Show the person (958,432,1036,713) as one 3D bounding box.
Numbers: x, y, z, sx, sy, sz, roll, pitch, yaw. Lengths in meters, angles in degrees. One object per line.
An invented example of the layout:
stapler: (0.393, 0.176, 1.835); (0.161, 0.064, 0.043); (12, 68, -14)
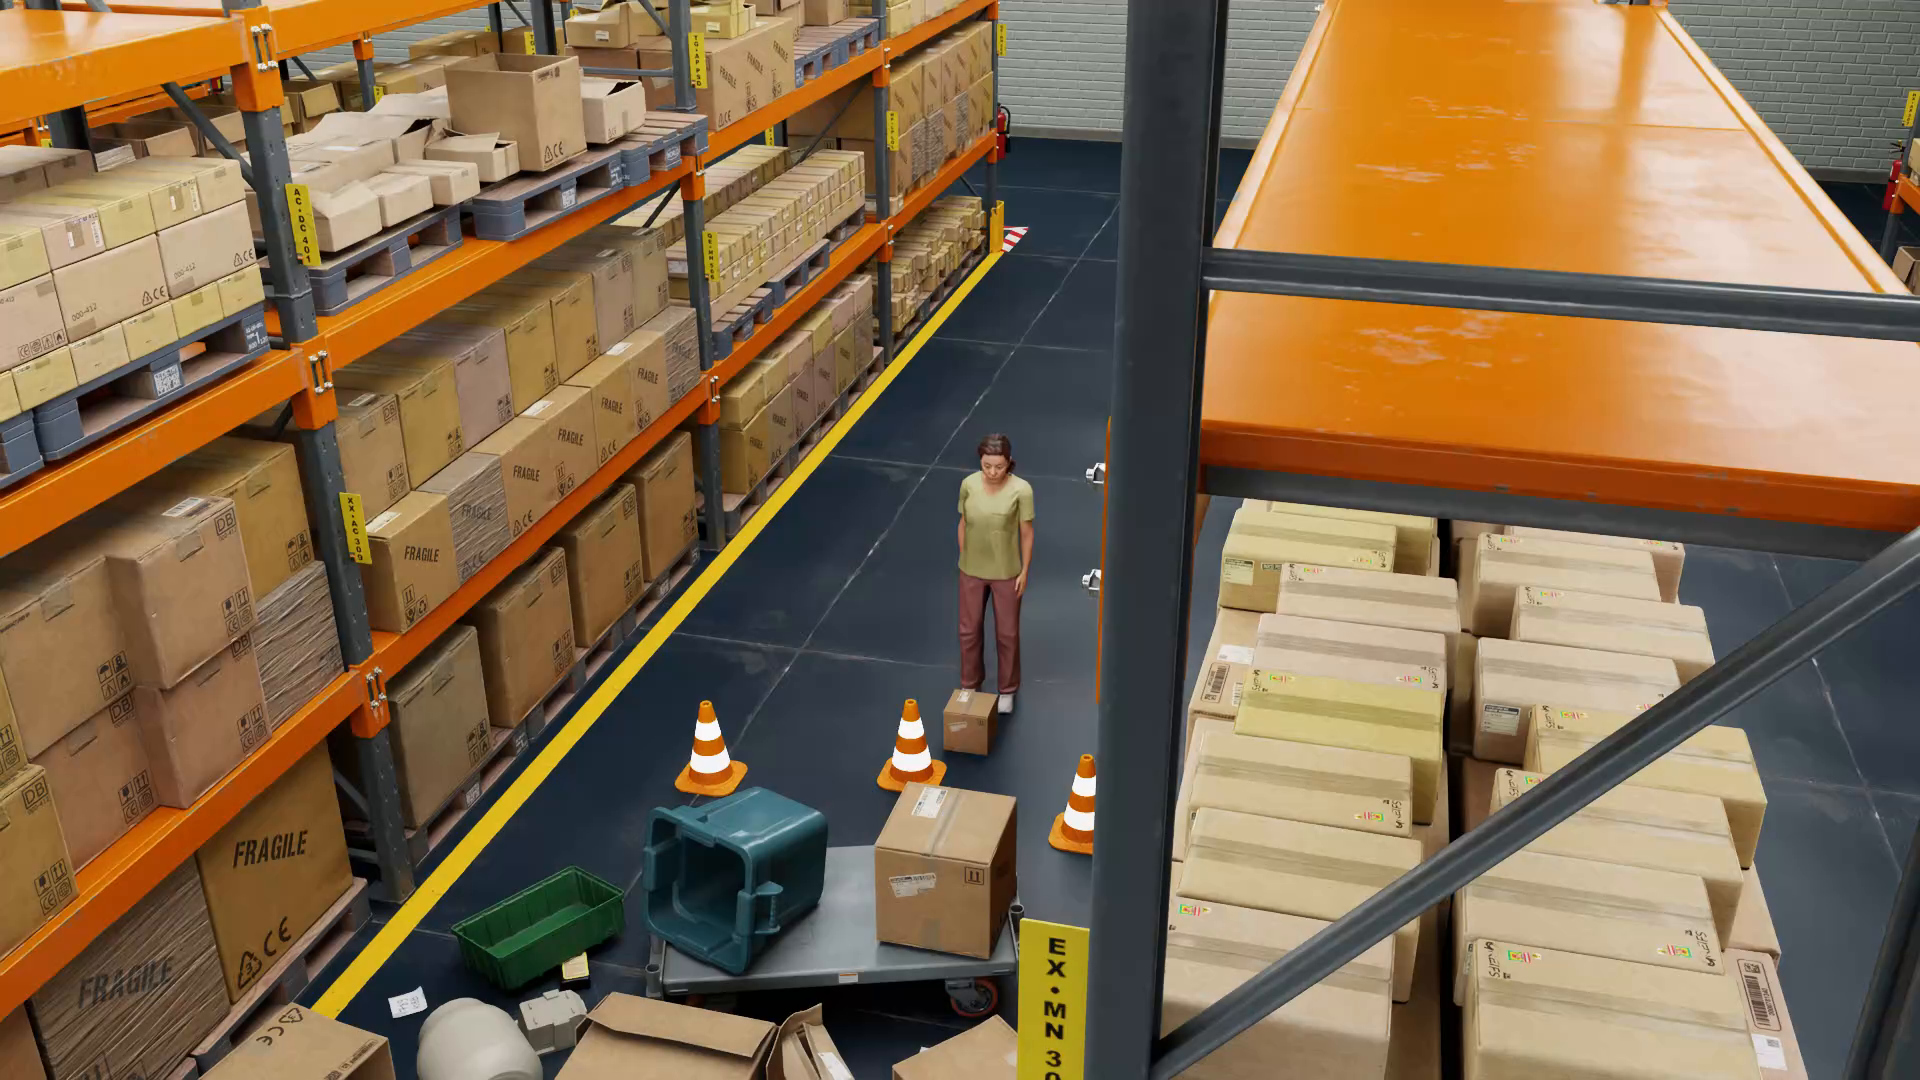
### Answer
person: (0.193, 0.173, 9.346); (0.445, 1.673, 0.363); (7, 26, 14)
